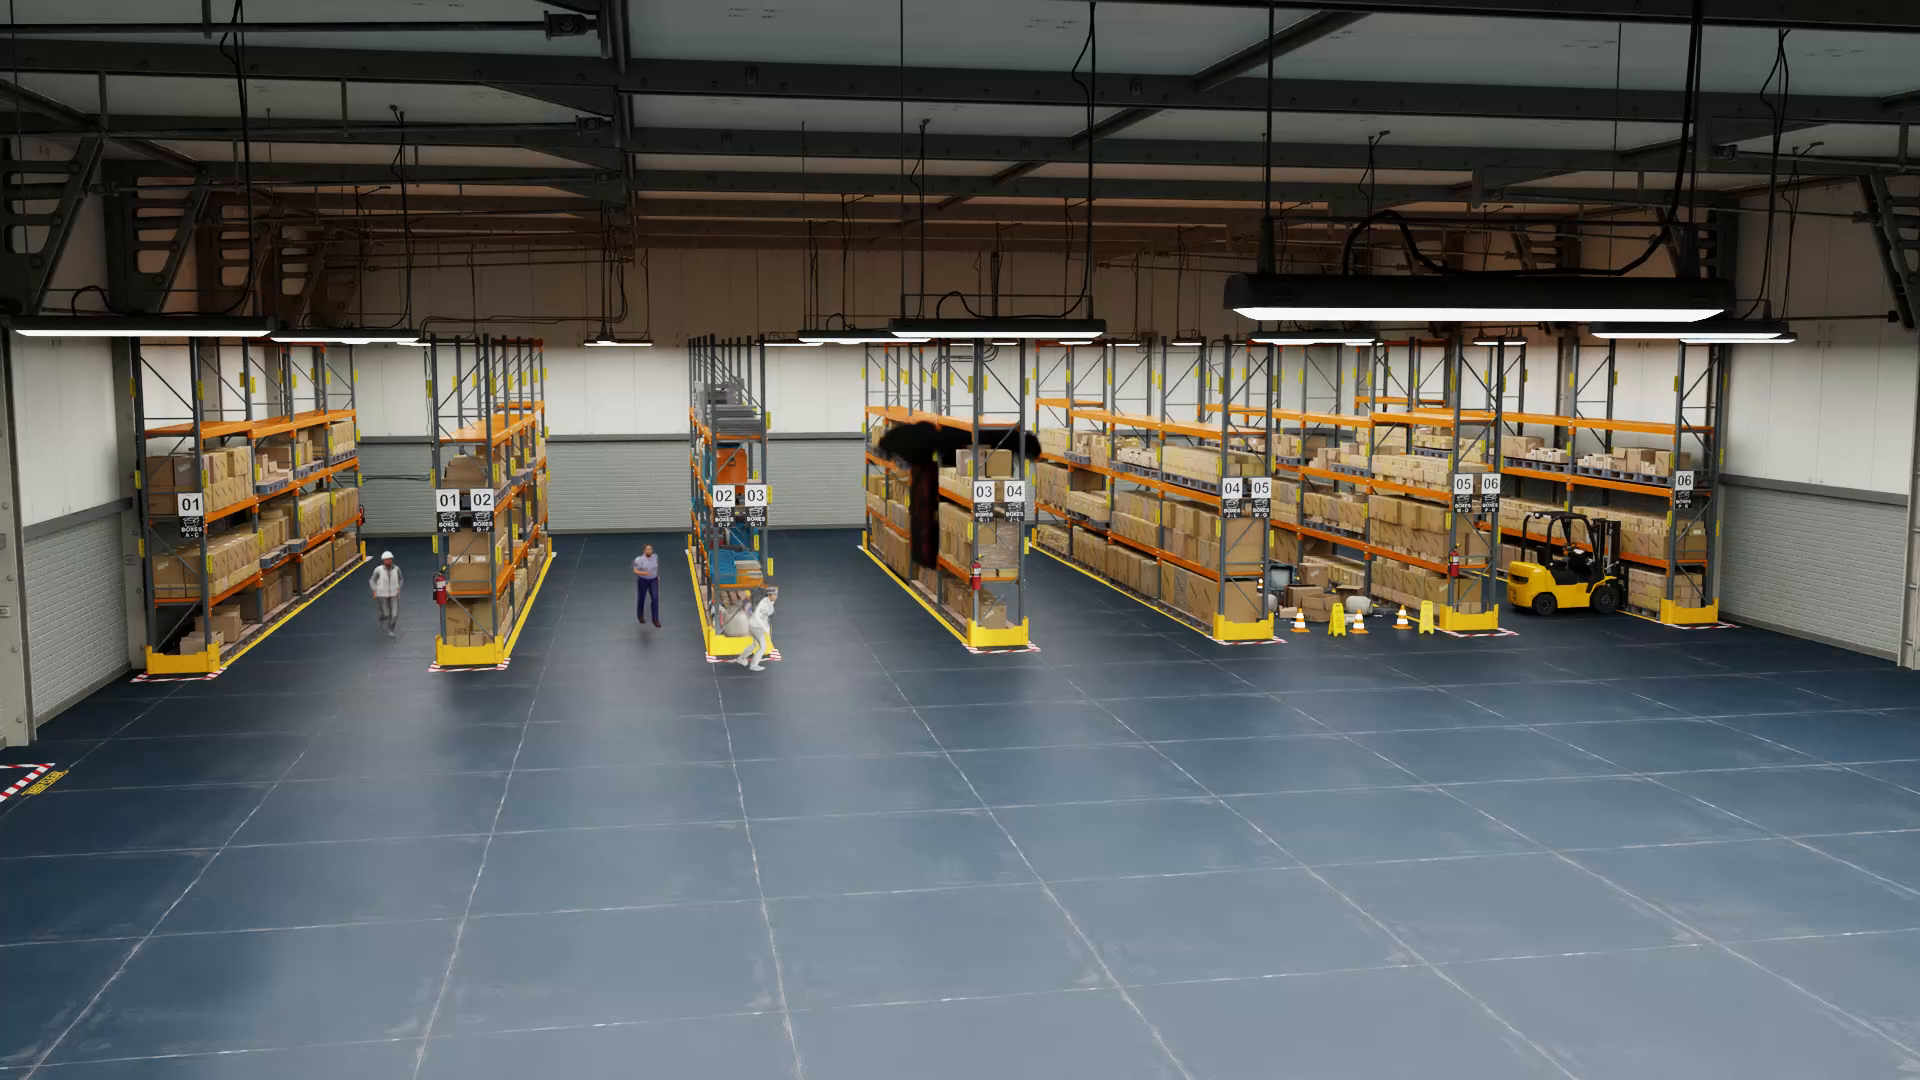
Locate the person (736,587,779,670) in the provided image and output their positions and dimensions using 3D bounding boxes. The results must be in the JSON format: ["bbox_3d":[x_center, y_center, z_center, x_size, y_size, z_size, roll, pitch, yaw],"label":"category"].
[{"bbox_3d":[-3.626,1.571,29.738,0.825,1.528,0.623,0,7,4],"label":"person"}]

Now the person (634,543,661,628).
[{"bbox_3d":[-6.216,0.871,32.982,0.546,1.649,0.901,-3,7,-23],"label":"person"}]

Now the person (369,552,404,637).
[{"bbox_3d":[-11.397,1.083,33.126,0.656,1.718,0.585,-4,8,-29],"label":"person"}]
